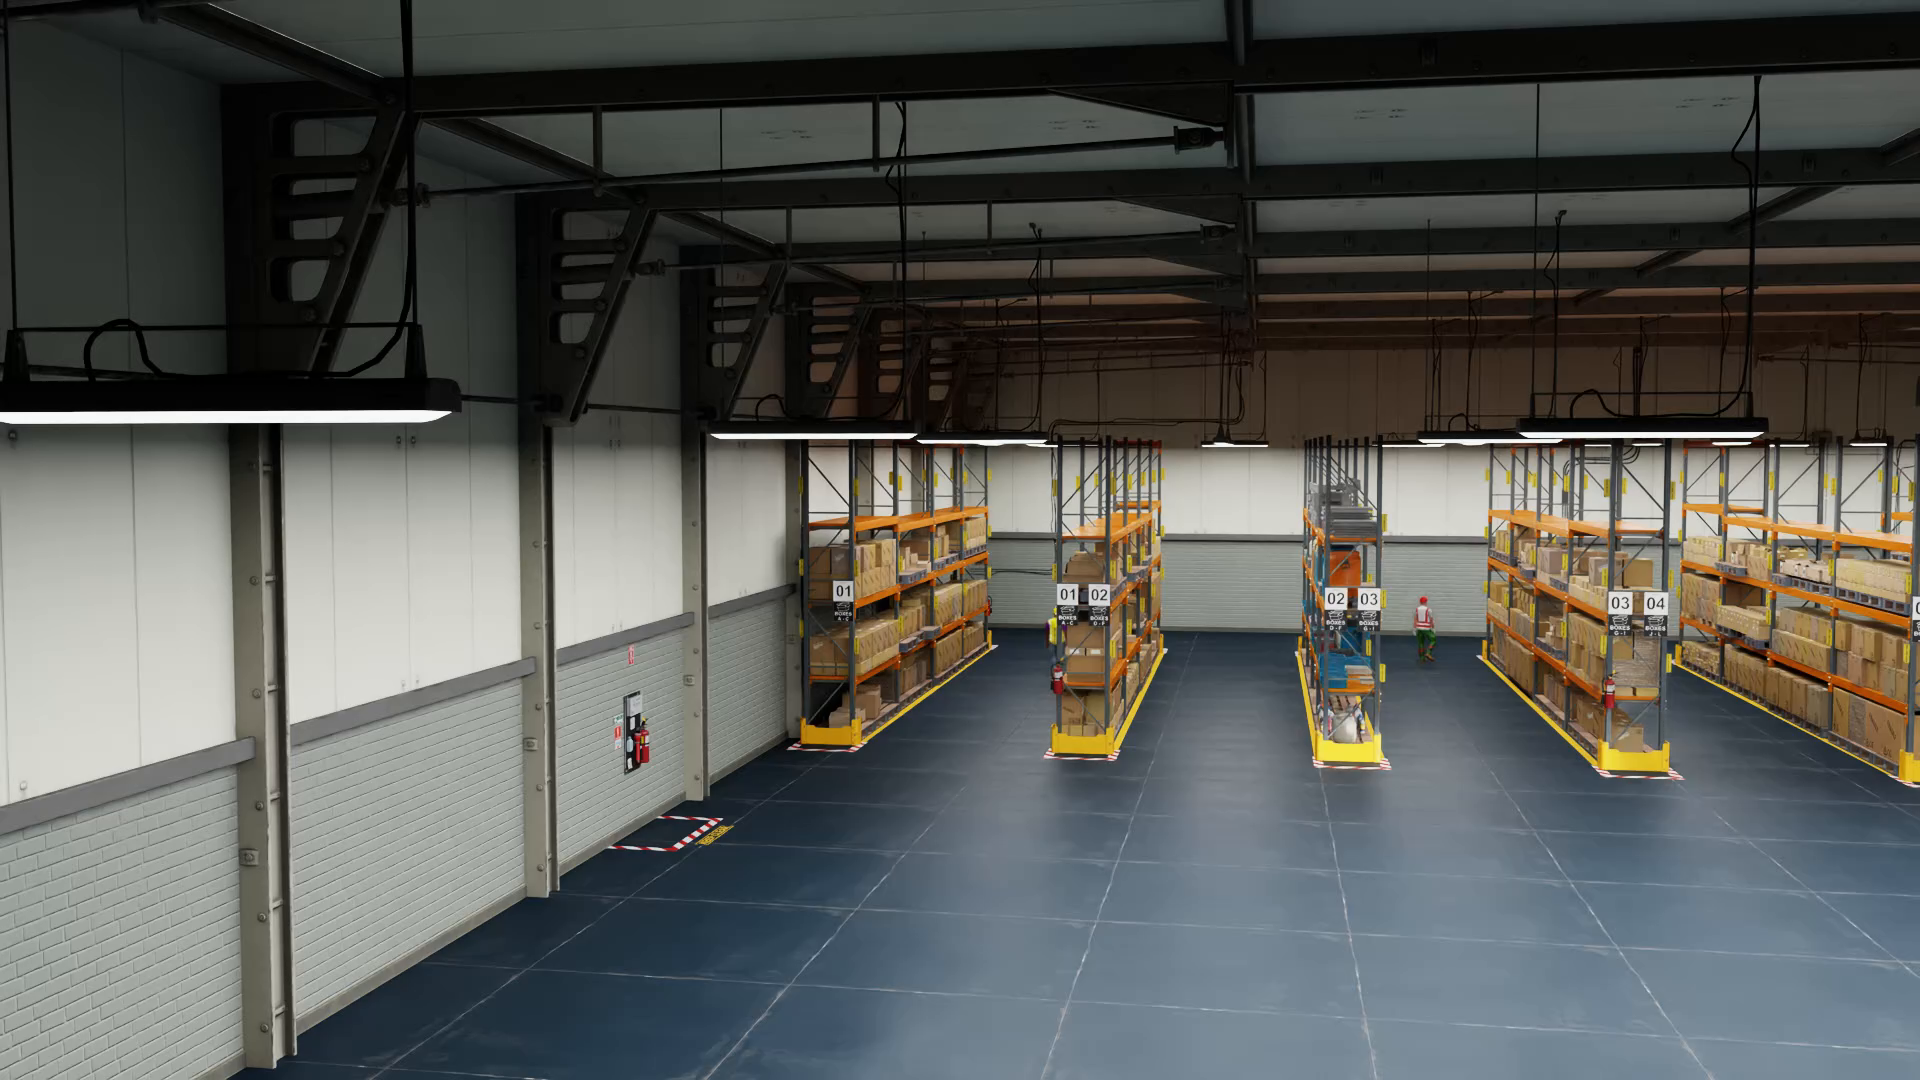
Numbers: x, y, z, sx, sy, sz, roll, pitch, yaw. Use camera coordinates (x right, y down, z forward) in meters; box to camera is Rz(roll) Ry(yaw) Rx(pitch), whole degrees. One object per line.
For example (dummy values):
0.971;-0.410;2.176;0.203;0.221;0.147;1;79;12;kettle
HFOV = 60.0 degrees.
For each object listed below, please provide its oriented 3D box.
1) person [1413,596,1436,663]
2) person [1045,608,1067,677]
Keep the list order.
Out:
12.516;2.419;44.757;0.655;1.785;0.574;2;4;35;person
2.442;2.571;41.891;0.606;1.758;0.490;1;3;20;person
